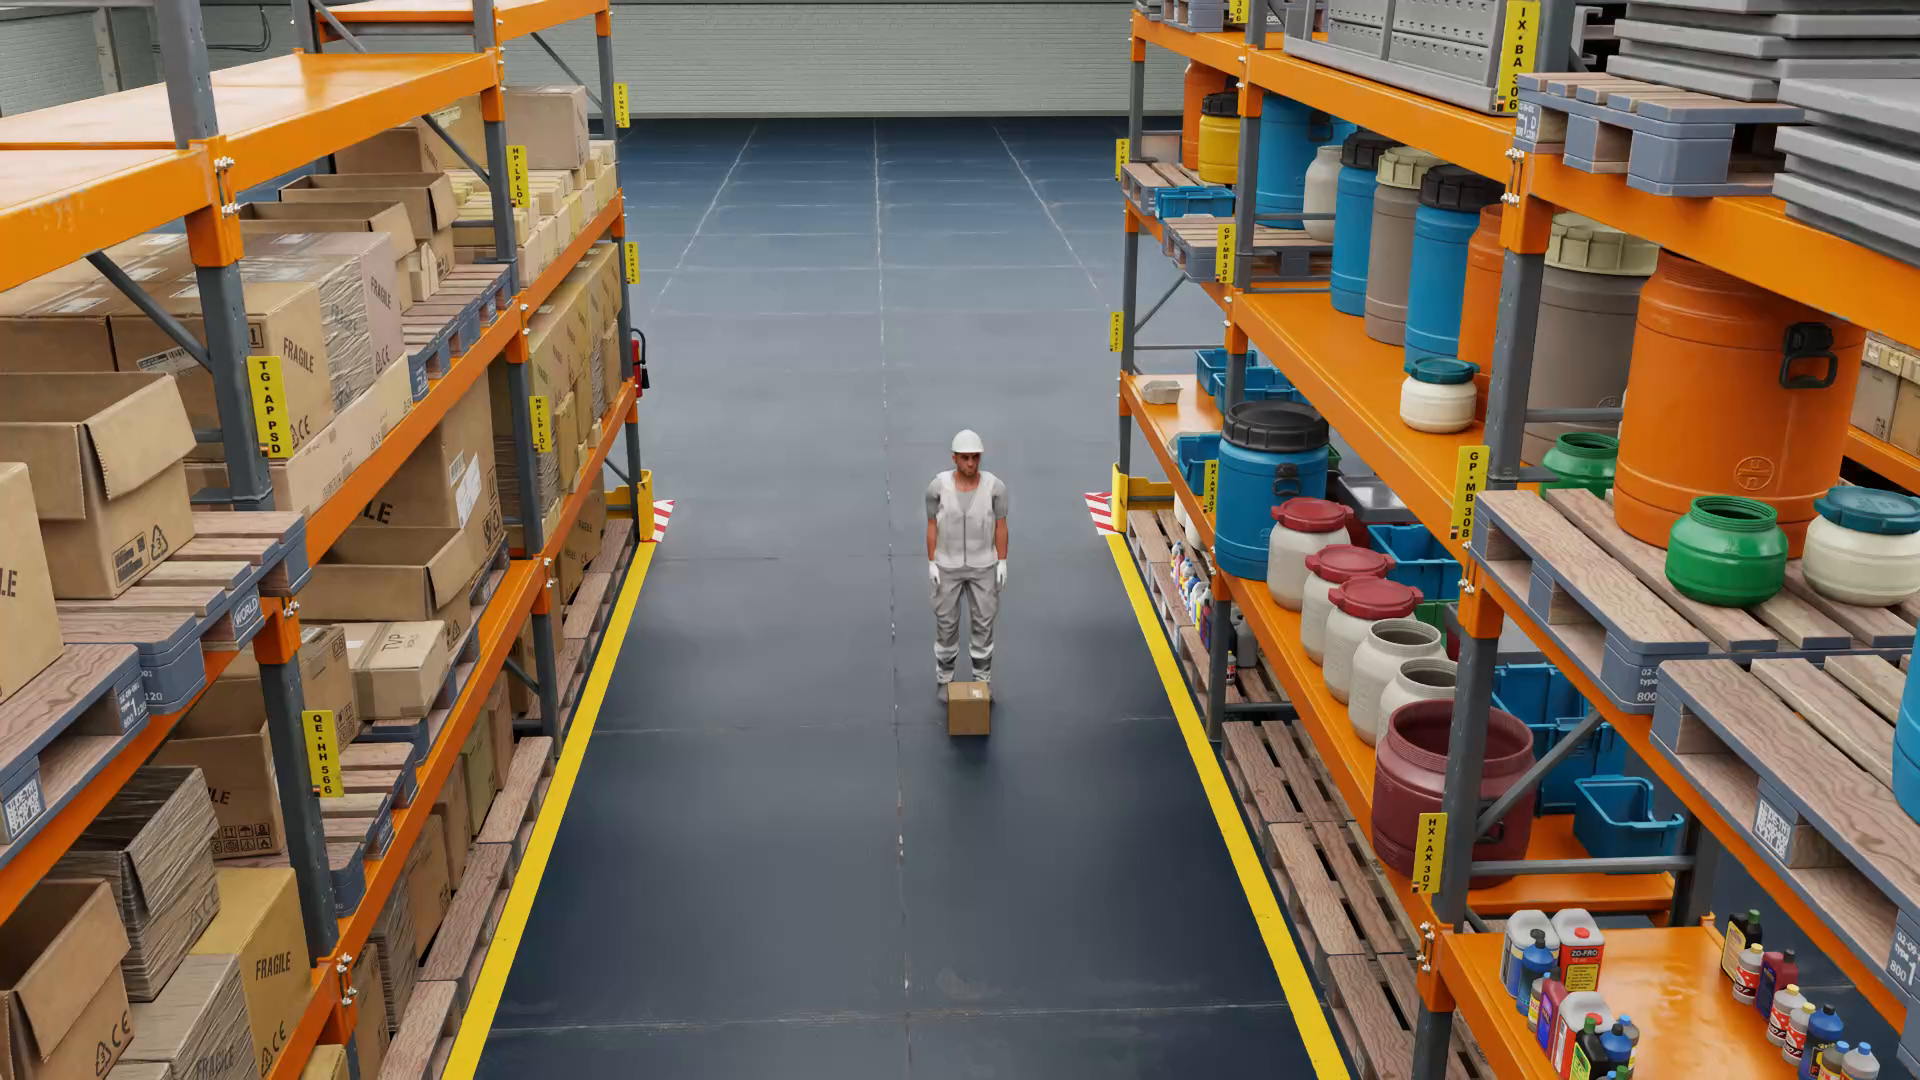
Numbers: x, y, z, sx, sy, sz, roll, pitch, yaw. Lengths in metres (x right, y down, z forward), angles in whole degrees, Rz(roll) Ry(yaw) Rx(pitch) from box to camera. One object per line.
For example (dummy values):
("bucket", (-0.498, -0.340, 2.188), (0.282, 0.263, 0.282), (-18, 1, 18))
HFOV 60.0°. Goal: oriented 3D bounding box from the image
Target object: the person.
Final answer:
("person", (0.043, 0.179, 10.587), (0.523, 1.813, 0.336), (-1, 20, -2))
